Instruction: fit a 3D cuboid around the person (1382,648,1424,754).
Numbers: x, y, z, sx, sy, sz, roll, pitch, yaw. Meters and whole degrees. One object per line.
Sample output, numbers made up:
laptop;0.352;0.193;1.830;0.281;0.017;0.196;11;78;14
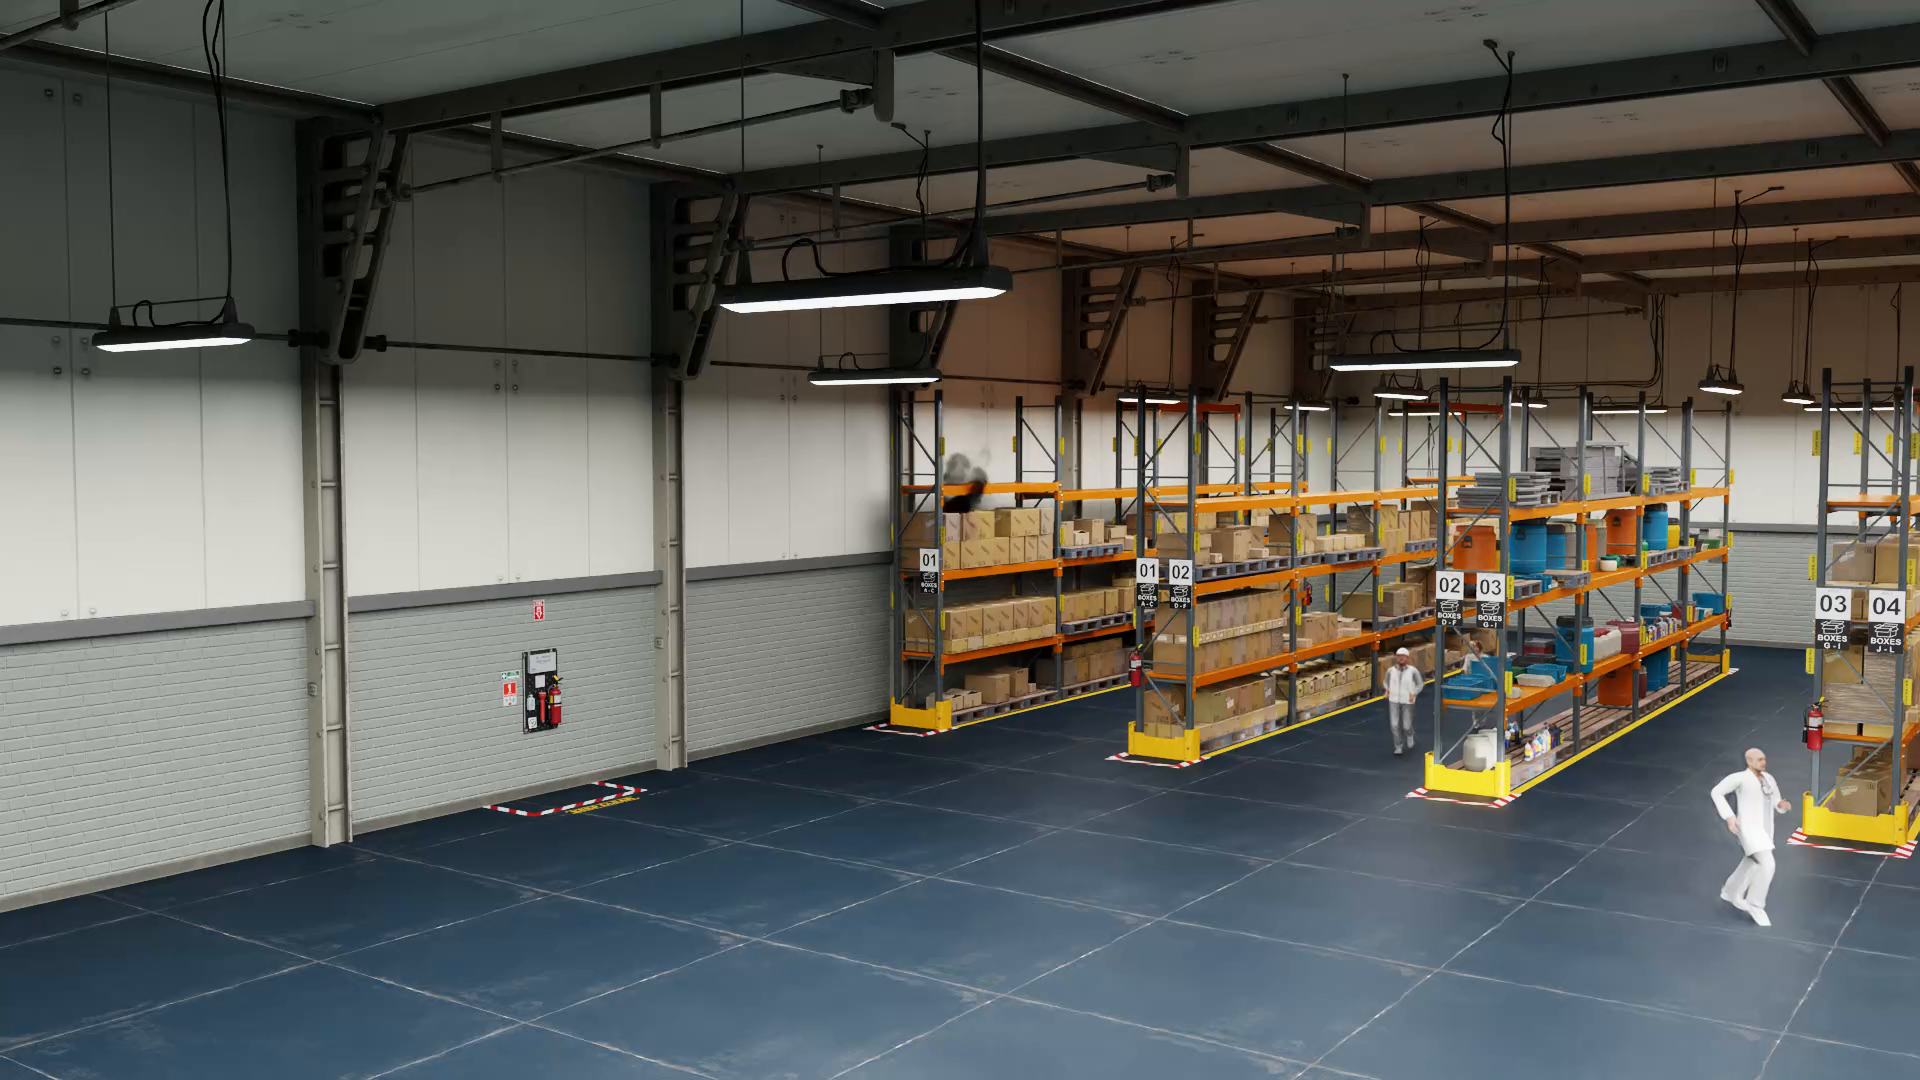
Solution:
person;7.187;2.616;27.063;0.657;1.722;0.609;2;4;26

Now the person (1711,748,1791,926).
person;8.406;3.230;17.617;0.668;1.632;0.825;-2;4;-30

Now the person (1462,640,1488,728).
person;9.107;2.558;29.386;0.524;1.558;0.537;2;4;34
